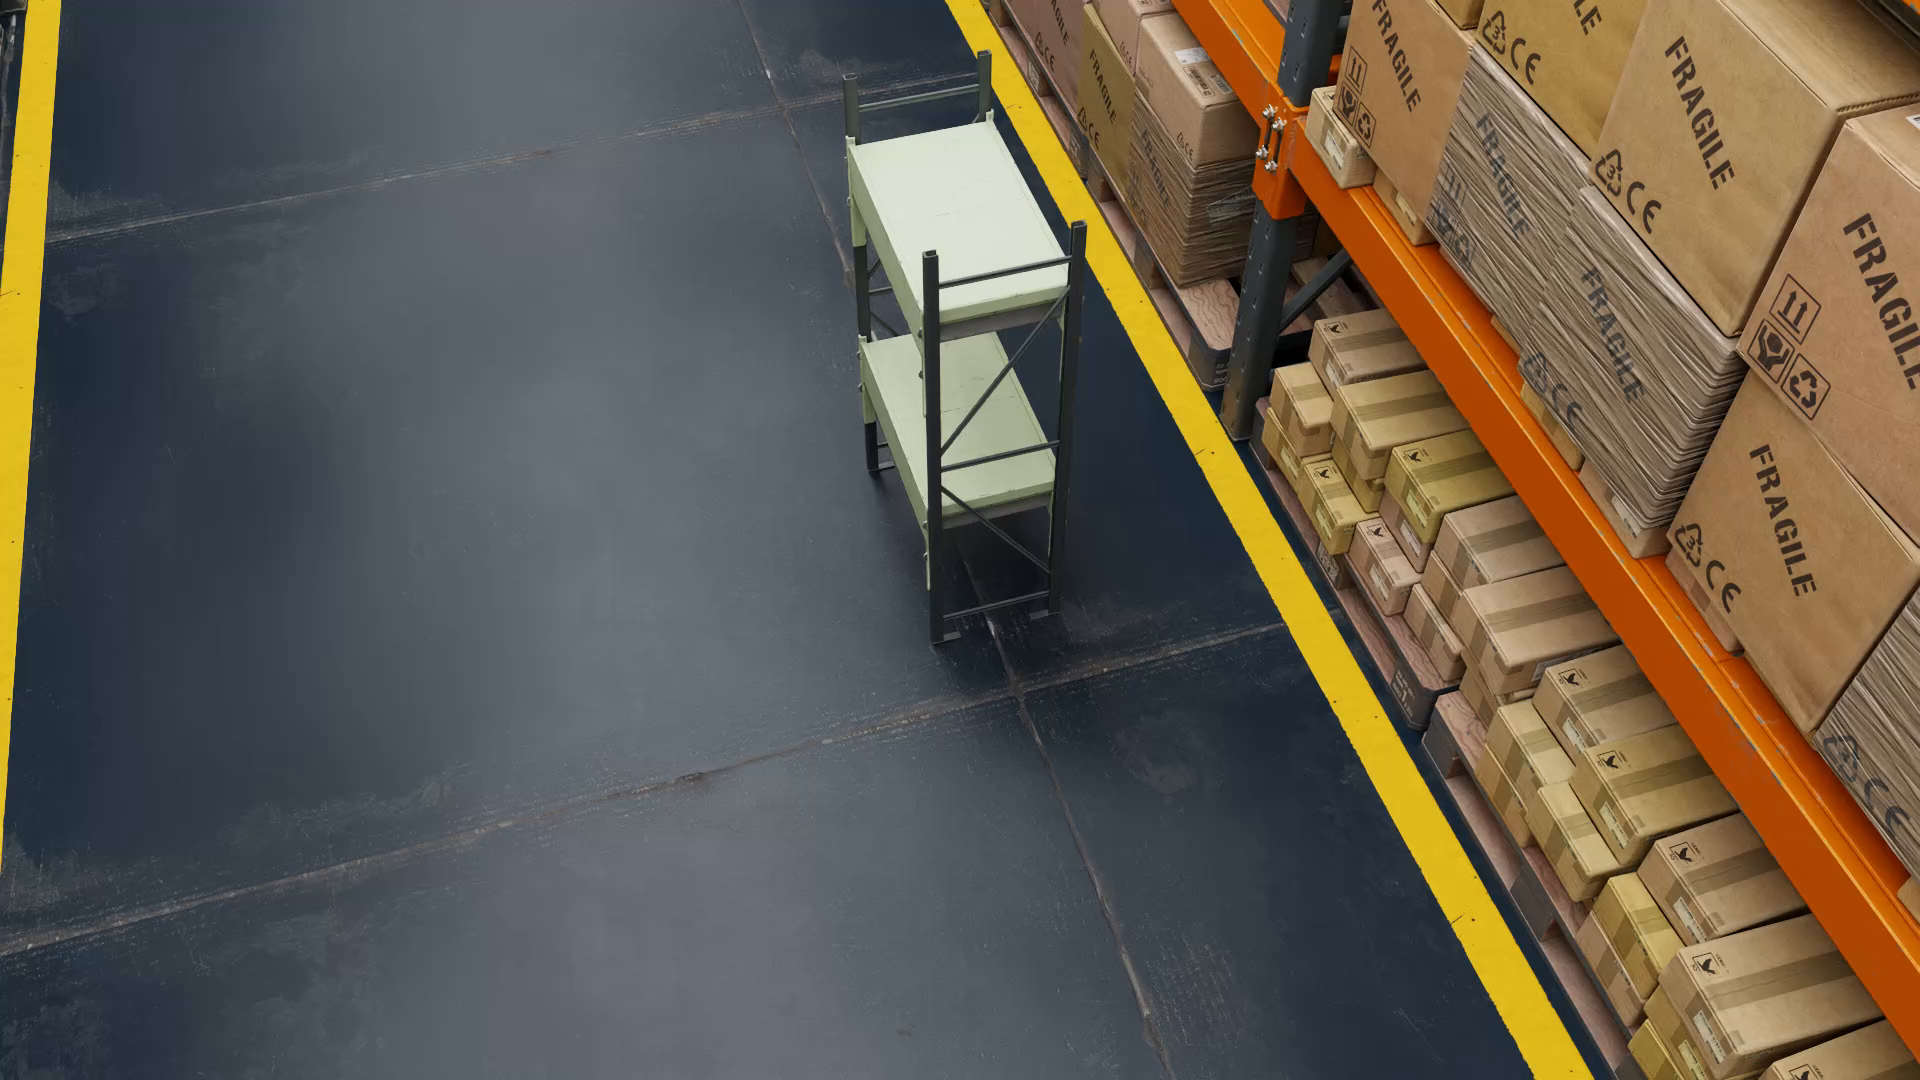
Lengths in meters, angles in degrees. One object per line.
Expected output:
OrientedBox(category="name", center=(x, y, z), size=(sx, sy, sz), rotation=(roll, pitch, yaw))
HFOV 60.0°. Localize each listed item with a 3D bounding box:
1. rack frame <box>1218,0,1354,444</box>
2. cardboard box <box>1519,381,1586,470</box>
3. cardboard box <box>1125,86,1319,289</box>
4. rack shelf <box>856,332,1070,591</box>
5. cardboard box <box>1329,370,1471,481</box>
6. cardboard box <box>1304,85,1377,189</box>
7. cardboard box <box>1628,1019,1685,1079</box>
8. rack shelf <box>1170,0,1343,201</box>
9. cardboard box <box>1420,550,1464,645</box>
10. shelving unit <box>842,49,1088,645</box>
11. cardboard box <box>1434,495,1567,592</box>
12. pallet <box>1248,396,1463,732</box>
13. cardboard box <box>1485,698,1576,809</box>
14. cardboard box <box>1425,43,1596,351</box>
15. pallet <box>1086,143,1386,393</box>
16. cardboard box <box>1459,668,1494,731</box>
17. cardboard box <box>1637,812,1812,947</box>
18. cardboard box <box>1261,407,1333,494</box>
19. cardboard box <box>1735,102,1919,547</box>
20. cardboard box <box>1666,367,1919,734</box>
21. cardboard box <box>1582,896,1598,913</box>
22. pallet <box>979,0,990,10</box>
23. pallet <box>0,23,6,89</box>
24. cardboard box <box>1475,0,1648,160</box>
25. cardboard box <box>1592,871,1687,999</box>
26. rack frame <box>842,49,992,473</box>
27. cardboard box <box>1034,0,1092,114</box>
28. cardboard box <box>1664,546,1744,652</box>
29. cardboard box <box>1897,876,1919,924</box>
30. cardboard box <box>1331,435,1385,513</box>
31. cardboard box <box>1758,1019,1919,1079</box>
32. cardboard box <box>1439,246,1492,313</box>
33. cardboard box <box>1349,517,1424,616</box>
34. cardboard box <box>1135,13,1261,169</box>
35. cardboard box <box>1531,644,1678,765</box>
OrientedBox(category="rack frame", center=(1.366, -1.444, 4.505), size=(1.000, 3.000, 0.127), rotation=(-13, 51, -11))
OrientedBox(category="cardboard box", center=(1.500, -0.328, 3.729), size=(0.380, 0.149, 0.250), rotation=(-12, 51, -10))
OrientedBox(category="cardboard box", center=(0.906, -1.257, 5.708), size=(0.500, 0.500, 0.500), rotation=(-14, 51, -12))
OrientedBox(category="rack shelf", center=(-0.002, -0.278, 4.930), size=(0.431, 0.370, 0.720), rotation=(-13, 51, -11))
OrientedBox(category="cardboard box", center=(1.295, -0.339, 4.775), size=(0.380, 0.149, 0.250), rotation=(-11, 51, -9))
OrientedBox(category="cardboard box", center=(1.137, -1.082, 4.364), size=(0.380, 0.149, 0.250), rotation=(-12, 51, -10))
OrientedBox(category="cardboard box", center=(1.804, 1.197, 3.869), size=(0.380, 0.149, 0.250), rotation=(-15, 52, -13))
OrientedBox(category="rack shelf", center=(0.774, -2.673, 6.012), size=(1.077, 0.370, 4.000), rotation=(-13, 51, -11))
OrientedBox(category="cardboard box", center=(1.511, 0.113, 4.588), size=(0.380, 0.149, 0.250), rotation=(-16, 52, -13))
OrientedBox(category="shelving unit", center=(-0.002, -0.488, 4.681), size=(0.431, 1.500, 0.755), rotation=(-13, 51, -11))
OrientedBox(category="cardboard box", center=(1.515, 0.020, 4.472), size=(0.380, 0.149, 0.250), rotation=(-15, 51, -12))
OrientedBox(category="pallet", center=(1.598, -0.062, 5.165), size=(1.003, 0.211, 1.213), rotation=(-13, 51, -11))
OrientedBox(category="cardboard box", center=(1.584, 0.518, 4.247), size=(0.380, 0.149, 0.250), rotation=(-14, 51, -11))
OrientedBox(category="cardboard box", center=(1.425, -0.793, 3.697), size=(0.500, 0.500, 0.500), rotation=(-13, 51, -11))
OrientedBox(category="pallet", center=(1.134, -1.113, 6.050), size=(1.003, 0.211, 1.213), rotation=(-13, 51, -11))
OrientedBox(category="cardboard box", center=(1.604, 0.405, 4.536), size=(0.380, 0.149, 0.250), rotation=(-15, 52, -13))
OrientedBox(category="cardboard box", center=(1.812, 0.779, 3.833), size=(0.380, 0.149, 0.250), rotation=(-15, 51, -12))
OrientedBox(category="cardboard box", center=(1.167, -0.322, 5.149), size=(0.380, 0.149, 0.250), rotation=(-15, 52, -13))
OrientedBox(category="cardboard box", center=(1.704, -0.384, 2.698), size=(0.500, 0.500, 0.500), rotation=(-15, 51, -12))
OrientedBox(category="cardboard box", center=(1.726, -0.032, 3.055), size=(0.500, 0.500, 0.500), rotation=(-11, 51, -9))
OrientedBox(category="cardboard box", center=(1.740, 0.791, 4.211), size=(0.380, 0.149, 0.250), rotation=(-12, 51, -10))
OrientedBox(category="pallet", center=(0.413, -2.895, 7.553), size=(1.003, 0.211, 1.213), rotation=(-13, 51, -11))
OrientedBox(category="pallet", center=(-4.355, -1.681, 6.529), size=(1.003, 0.211, 1.213), rotation=(-13, 51, -11))
OrientedBox(category="cardboard box", center=(1.434, -1.134, 3.330), size=(0.500, 0.500, 0.500), rotation=(-15, 51, -12))
OrientedBox(category="cardboard box", center=(1.741, 0.899, 3.926), size=(0.380, 0.149, 0.250), rotation=(-11, 51, -9))
OrientedBox(category="rack frame", center=(-0.110, -0.756, 4.906), size=(0.400, 1.500, 0.023), rotation=(-13, 51, -11))
OrientedBox(category="cardboard box", center=(0.607, -2.007, 6.341), size=(0.500, 0.500, 0.500), rotation=(-14, 51, -12))
OrientedBox(category="cardboard box", center=(1.696, 0.054, 3.407), size=(0.380, 0.149, 0.250), rotation=(-12, 51, -10))
OrientedBox(category="cardboard box", center=(1.908, 0.634, 2.918), size=(0.380, 0.149, 0.250), rotation=(-15, 52, -13))
OrientedBox(category="cardboard box", center=(1.328, -0.254, 4.898), size=(0.380, 0.149, 0.250), rotation=(-13, 51, -11))
OrientedBox(category="cardboard box", center=(1.917, 1.180, 3.494), size=(0.380, 0.149, 0.250), rotation=(-15, 52, -12))
OrientedBox(category="cardboard box", center=(1.413, -0.727, 4.065), size=(0.380, 0.149, 0.250), rotation=(-15, 52, -13))
OrientedBox(category="cardboard box", center=(1.368, 0.043, 4.842), size=(0.380, 0.149, 0.250), rotation=(-14, 51, -11))
OrientedBox(category="cardboard box", center=(0.904, -1.502, 5.424), size=(0.500, 0.250, 0.500), rotation=(-15, 51, -12))
OrientedBox(category="cardboard box", center=(1.672, 0.405, 4.148), size=(0.380, 0.149, 0.250), rotation=(-15, 52, -12))
